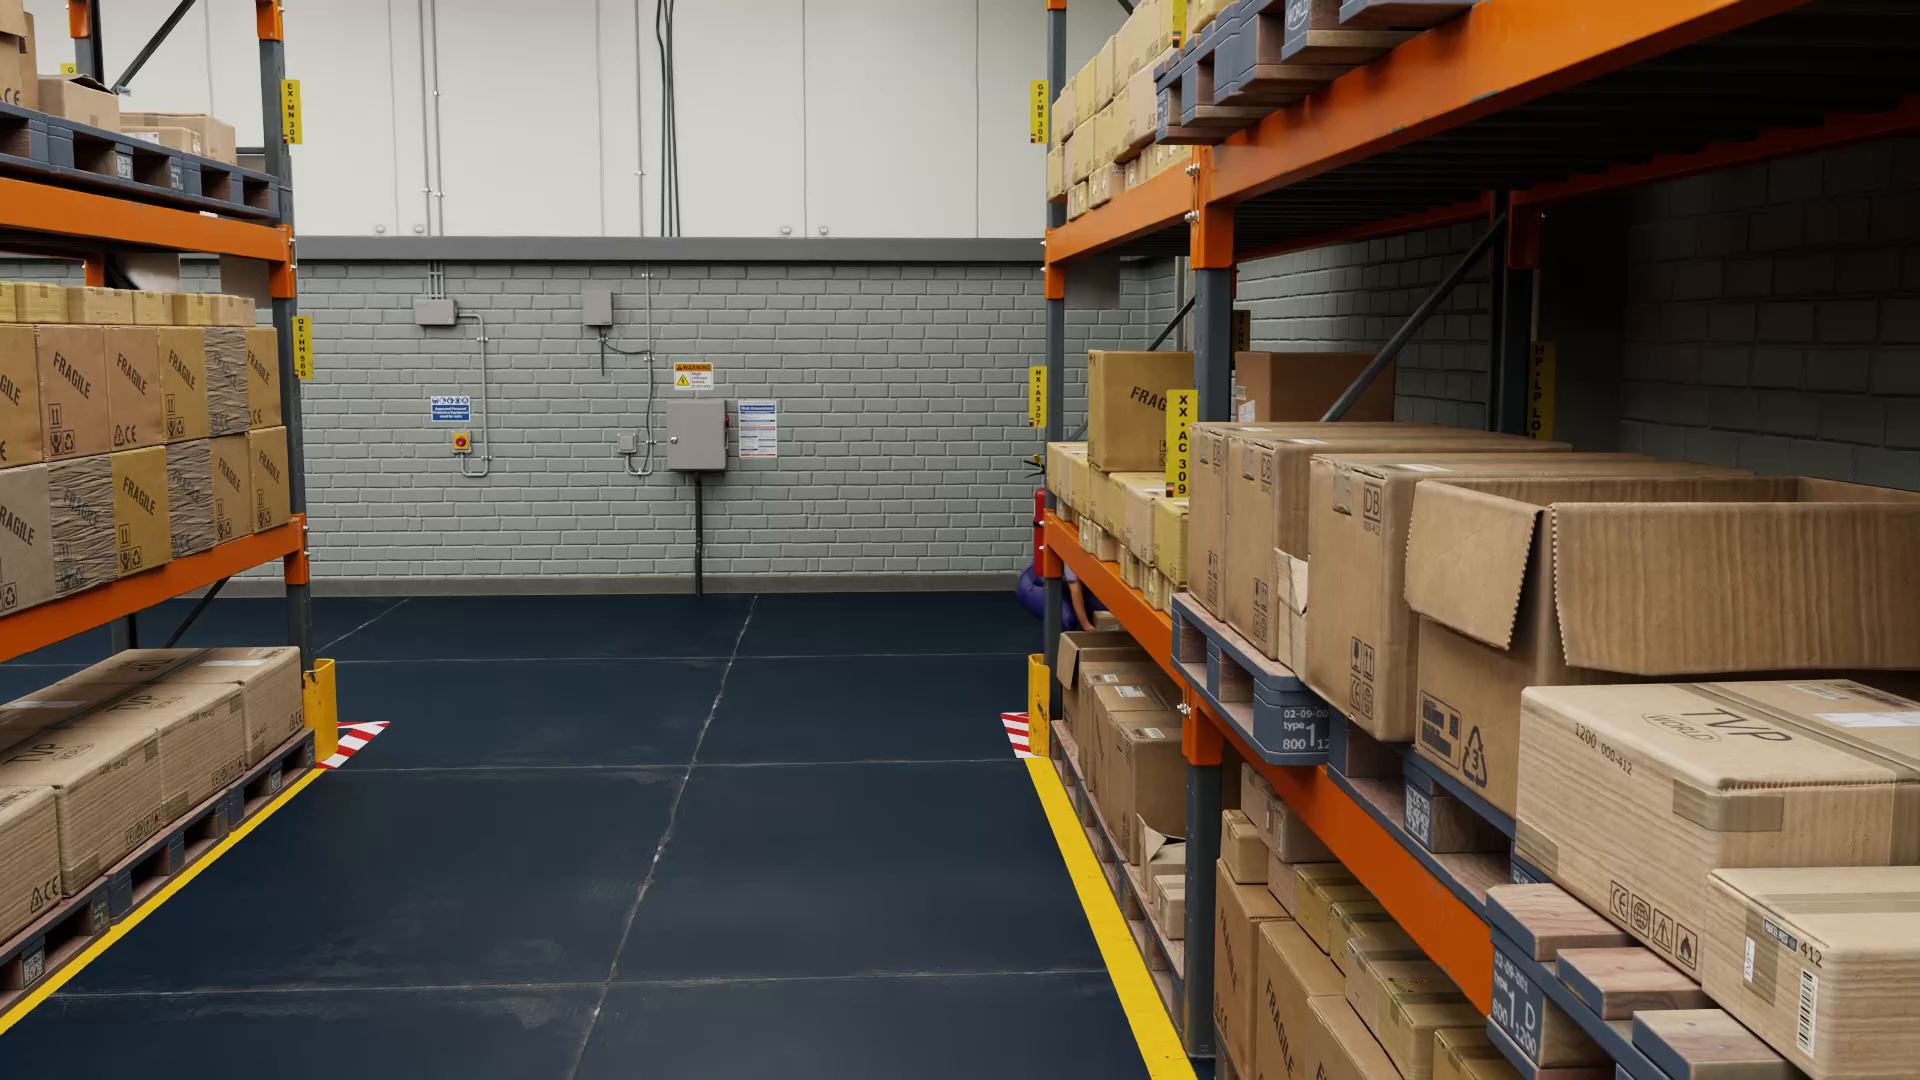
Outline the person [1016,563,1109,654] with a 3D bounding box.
[{"bbox_3d":[0.769,0.376,11.172,0.533,1.064,0.772,-7,10,-44],"label":"person"}]
